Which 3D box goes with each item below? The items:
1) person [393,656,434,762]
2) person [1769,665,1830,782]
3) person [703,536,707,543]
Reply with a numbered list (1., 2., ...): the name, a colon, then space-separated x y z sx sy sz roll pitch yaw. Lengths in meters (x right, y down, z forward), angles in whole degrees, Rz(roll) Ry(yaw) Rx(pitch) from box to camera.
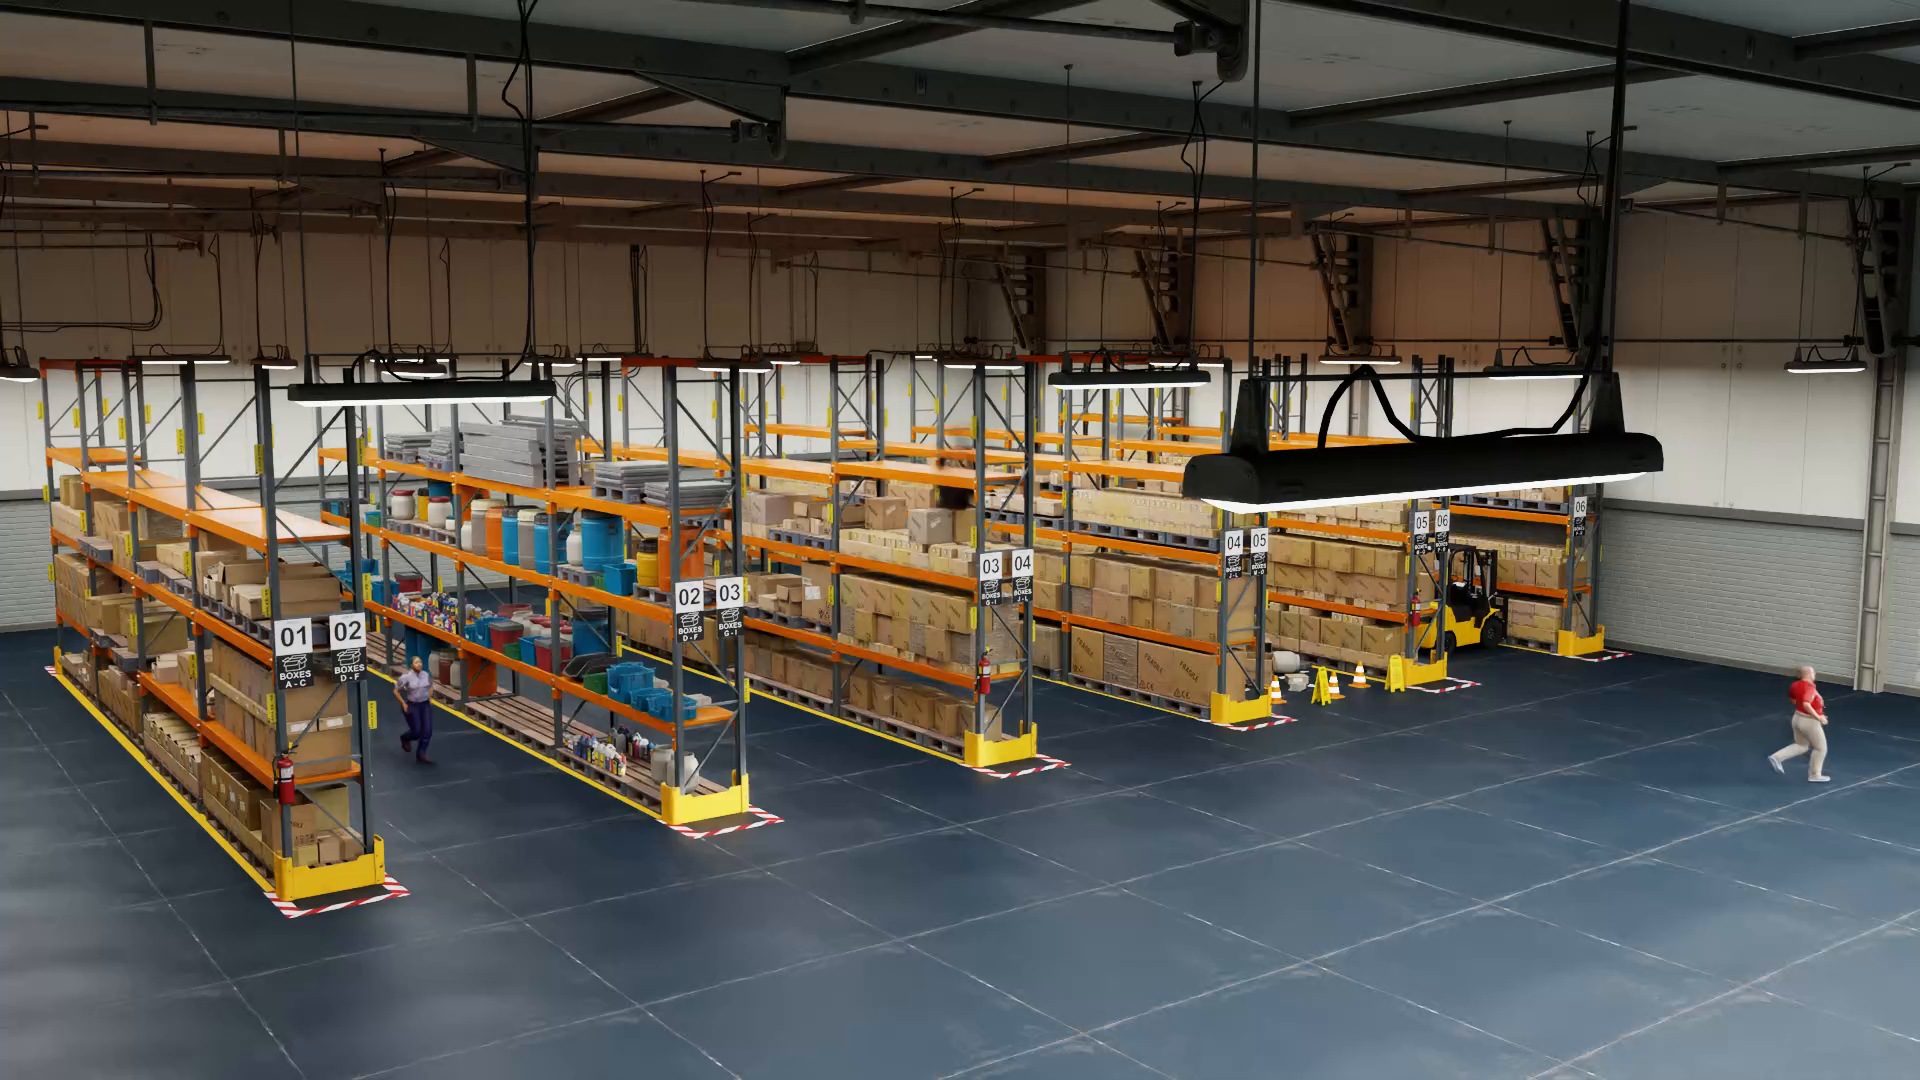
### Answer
1. person: -8.200 2.534 25.081 0.566 1.599 0.623 6 9 41
2. person: 12.110 2.633 23.852 0.830 1.688 0.675 0 7 -2
3. person: -6.383 0.684 40.520 0.752 1.570 0.754 1 7 5
